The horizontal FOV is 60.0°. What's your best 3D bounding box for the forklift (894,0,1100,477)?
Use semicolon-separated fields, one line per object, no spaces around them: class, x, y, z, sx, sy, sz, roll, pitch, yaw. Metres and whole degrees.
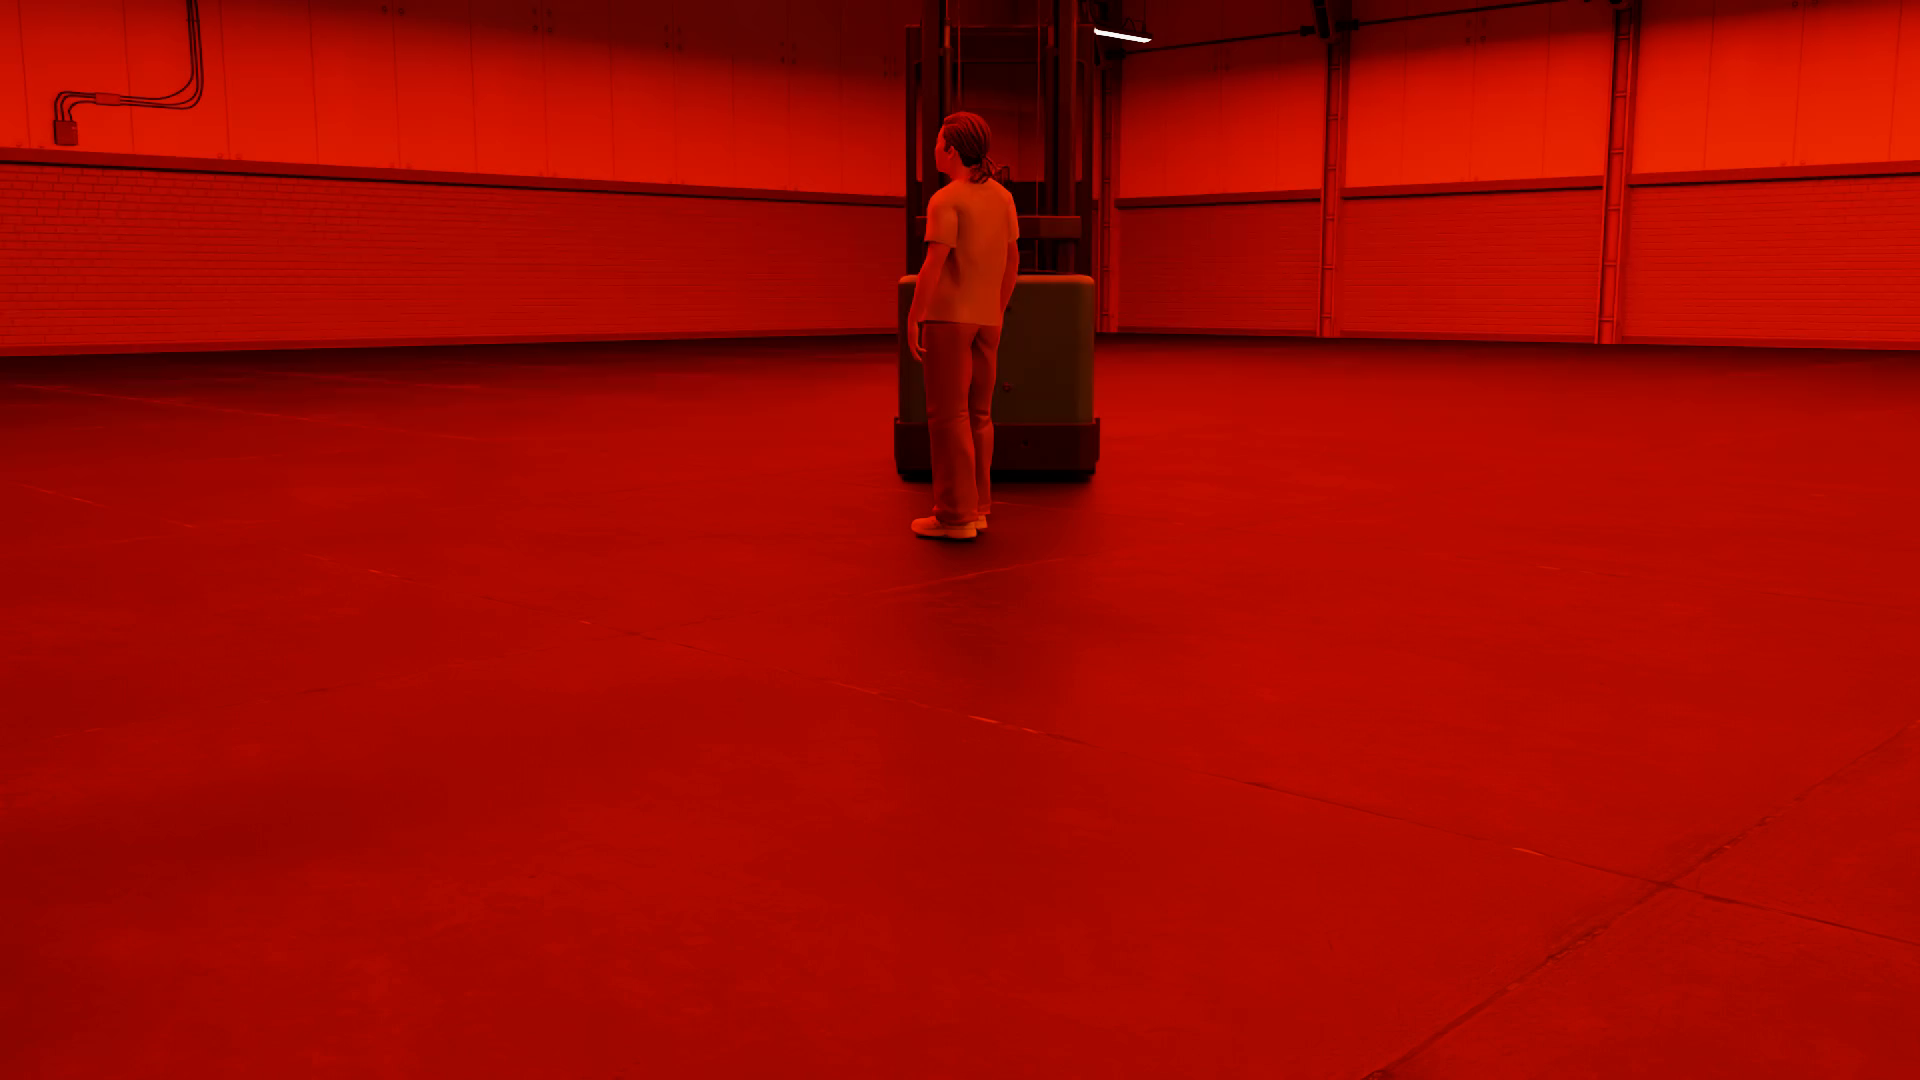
forklift;0.237;-1.968;9.944;1.130;2.935;3.031;0;9;2

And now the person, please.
person;-0.045;-0.844;6.650;0.549;1.675;0.555;8;12;43
